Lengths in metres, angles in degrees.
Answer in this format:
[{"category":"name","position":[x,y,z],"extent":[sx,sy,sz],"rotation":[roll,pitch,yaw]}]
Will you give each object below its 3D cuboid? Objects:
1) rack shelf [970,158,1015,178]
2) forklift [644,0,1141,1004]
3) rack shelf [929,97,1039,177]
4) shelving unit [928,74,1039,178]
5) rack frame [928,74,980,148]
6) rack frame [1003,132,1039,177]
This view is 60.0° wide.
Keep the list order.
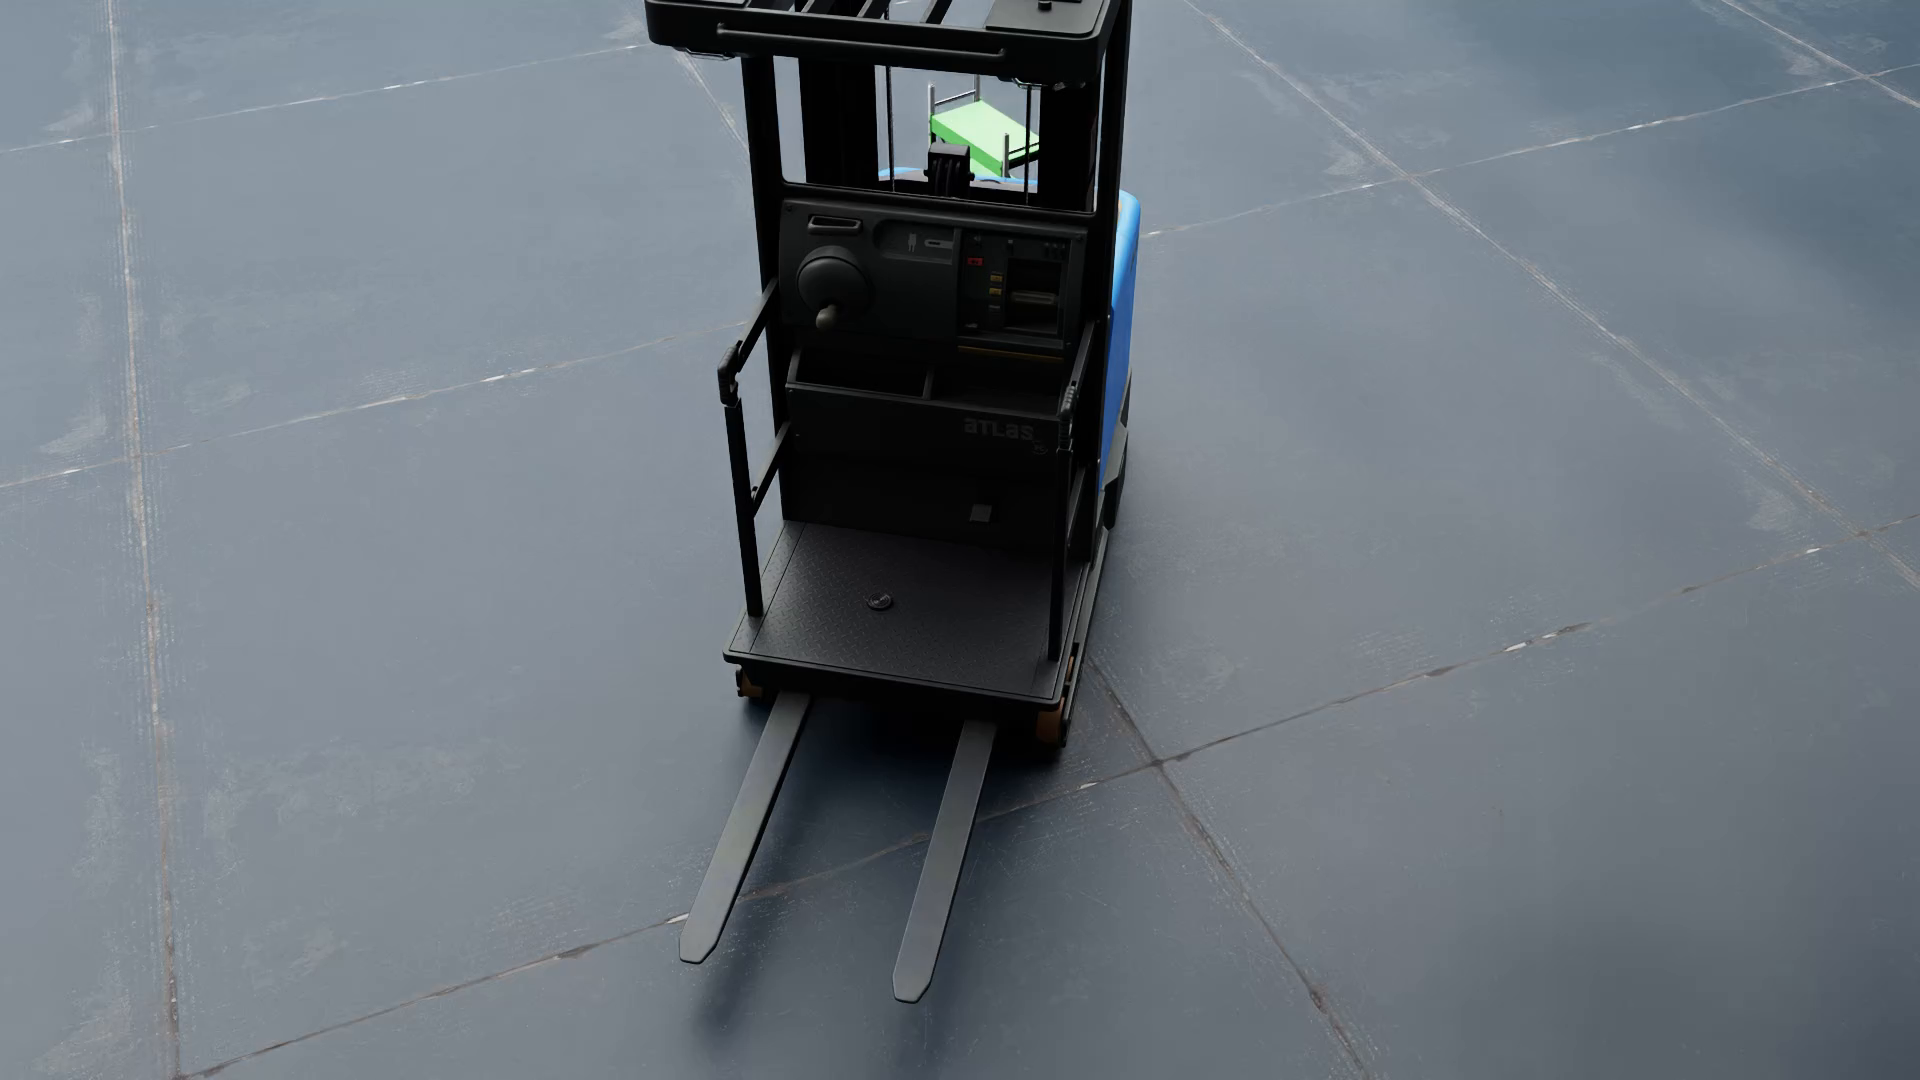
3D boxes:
[{"category":"rack shelf","position":[0.120,-1.358,6.639],"extent":[0.258,0.148,0.480],"rotation":[-25,47,-26]},{"category":"forklift","position":[-0.130,-0.709,4.827],"extent":[1.130,2.935,3.031],"rotation":[8,41,9]},{"category":"rack shelf","position":[0.120,-1.540,6.482],"extent":[0.258,0.148,0.480],"rotation":[-25,47,-26]},{"category":"shelving unit","position":[0.120,-1.225,6.754],"extent":[0.258,1.200,0.503],"rotation":[-25,47,-26]},{"category":"rack frame","position":[-0.022,-1.354,6.905],"extent":[0.240,1.200,0.015],"rotation":[-25,47,-26]},{"category":"rack frame","position":[0.261,-1.095,6.603],"extent":[0.240,1.200,0.015],"rotation":[-25,47,-26]}]
